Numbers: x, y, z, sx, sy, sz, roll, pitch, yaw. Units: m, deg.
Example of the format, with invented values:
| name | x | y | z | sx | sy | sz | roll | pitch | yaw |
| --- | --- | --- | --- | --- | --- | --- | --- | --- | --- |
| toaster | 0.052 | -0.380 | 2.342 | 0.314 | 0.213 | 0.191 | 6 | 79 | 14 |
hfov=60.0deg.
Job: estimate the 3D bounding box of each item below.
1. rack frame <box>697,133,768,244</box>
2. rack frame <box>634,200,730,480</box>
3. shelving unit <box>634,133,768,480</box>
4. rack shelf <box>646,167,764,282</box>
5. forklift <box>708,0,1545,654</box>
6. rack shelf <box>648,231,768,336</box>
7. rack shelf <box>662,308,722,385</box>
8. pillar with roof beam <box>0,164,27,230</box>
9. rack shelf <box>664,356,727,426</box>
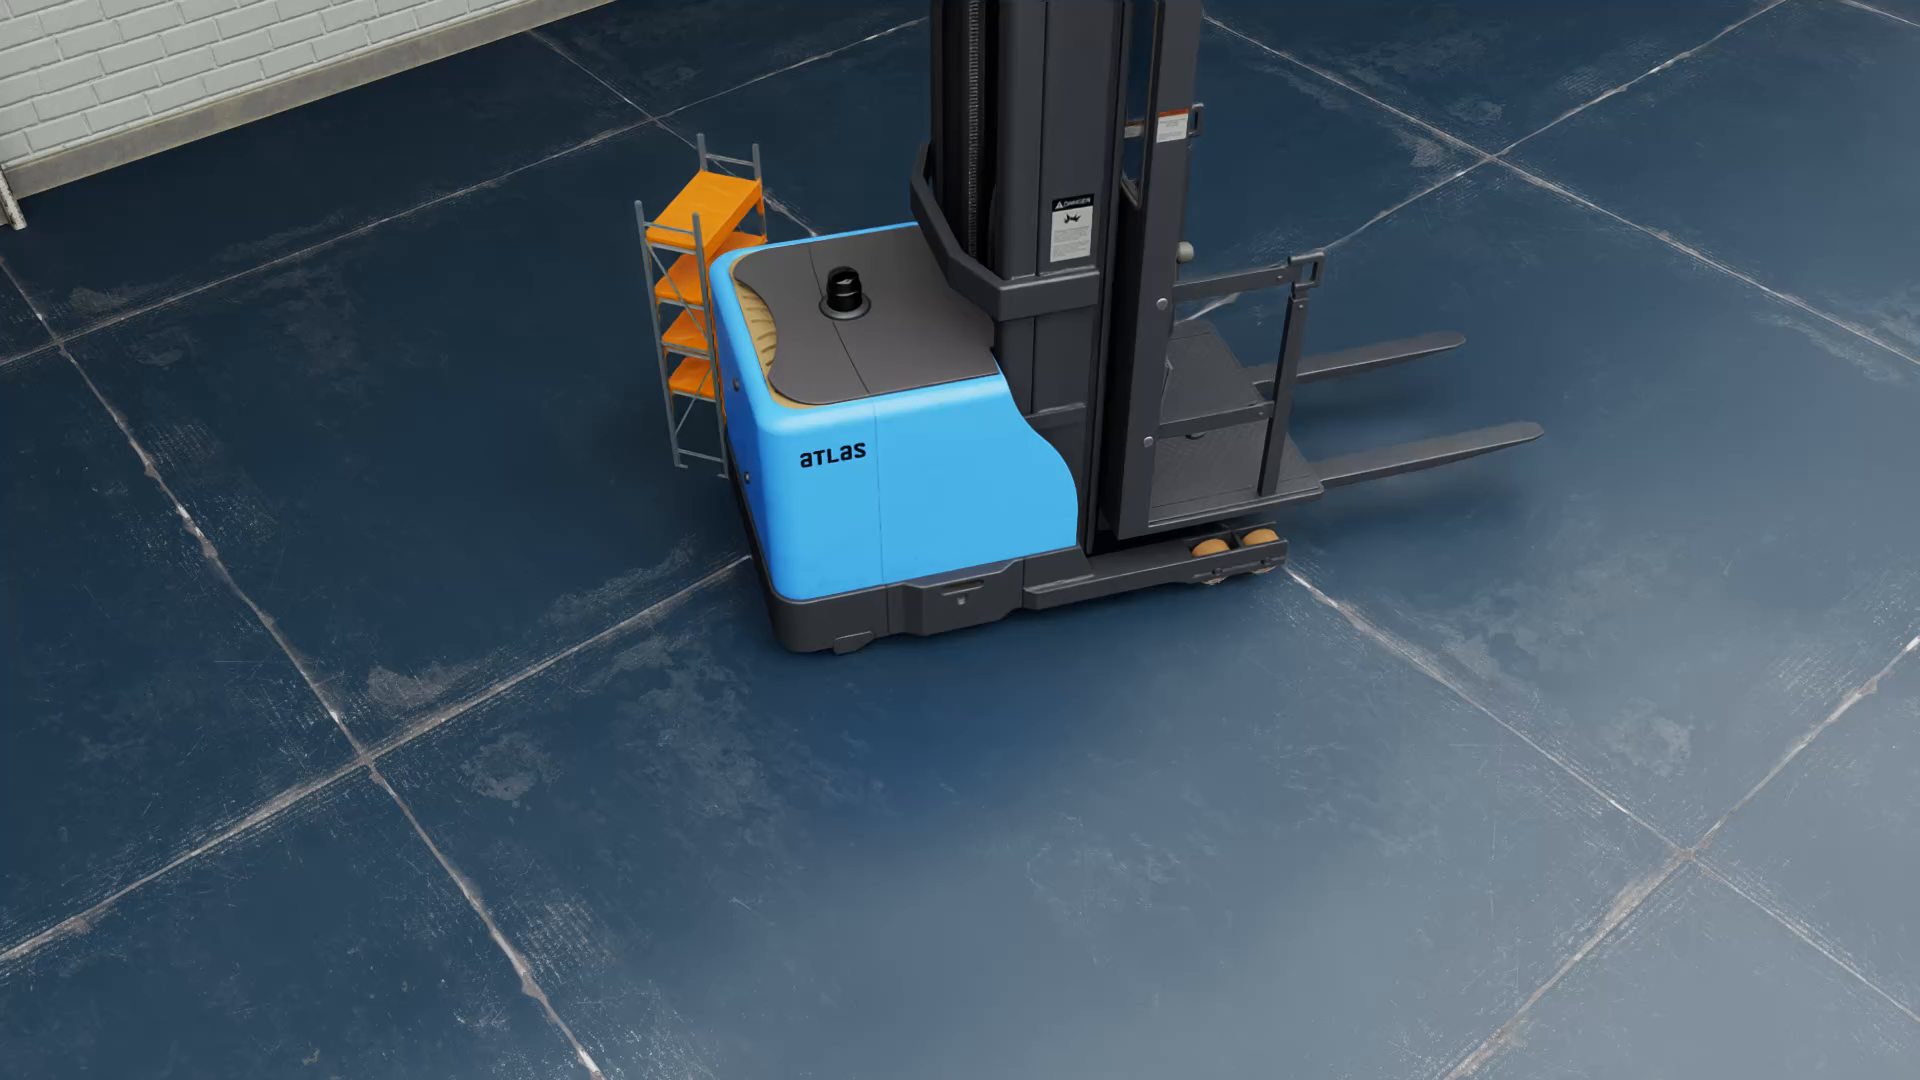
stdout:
| name | x | y | z | sx | sy | sz | roll | pitch | yaw |
| --- | --- | --- | --- | --- | --- | --- | --- | --- | --- |
| rack frame | -0.846 | -1.020 | 6.459 | 0.240 | 1.200 | 0.015 | 14 | 45 | 14 |
| rack frame | -1.009 | -0.705 | 6.124 | 0.240 | 1.200 | 0.015 | 14 | 45 | 14 |
| shelving unit | -0.927 | -0.862 | 6.292 | 0.258 | 1.200 | 0.503 | 14 | 45 | 14 |
| rack shelf | -0.927 | -1.149 | 6.022 | 0.258 | 0.148 | 0.480 | 14 | 45 | 14 |
| forklift | 0.694 | -1.246 | 5.435 | 3.031 | 2.935 | 1.130 | -11 | 44 | -12 |
| rack shelf | -0.927 | -0.976 | 6.184 | 0.258 | 0.148 | 0.480 | 14 | 45 | 14 |
| rack shelf | -0.928 | -0.813 | 6.338 | 0.258 | 0.148 | 0.480 | 14 | 45 | 14 |
| pillar with roof beam | -1.874 | -2.490 | 2.328 | 0.400 | 9.000 | 9.100 | -30 | 51 | -28 |
| rack shelf | -0.928 | -0.669 | 6.474 | 0.258 | 0.148 | 0.480 | 14 | 45 | 14 |
